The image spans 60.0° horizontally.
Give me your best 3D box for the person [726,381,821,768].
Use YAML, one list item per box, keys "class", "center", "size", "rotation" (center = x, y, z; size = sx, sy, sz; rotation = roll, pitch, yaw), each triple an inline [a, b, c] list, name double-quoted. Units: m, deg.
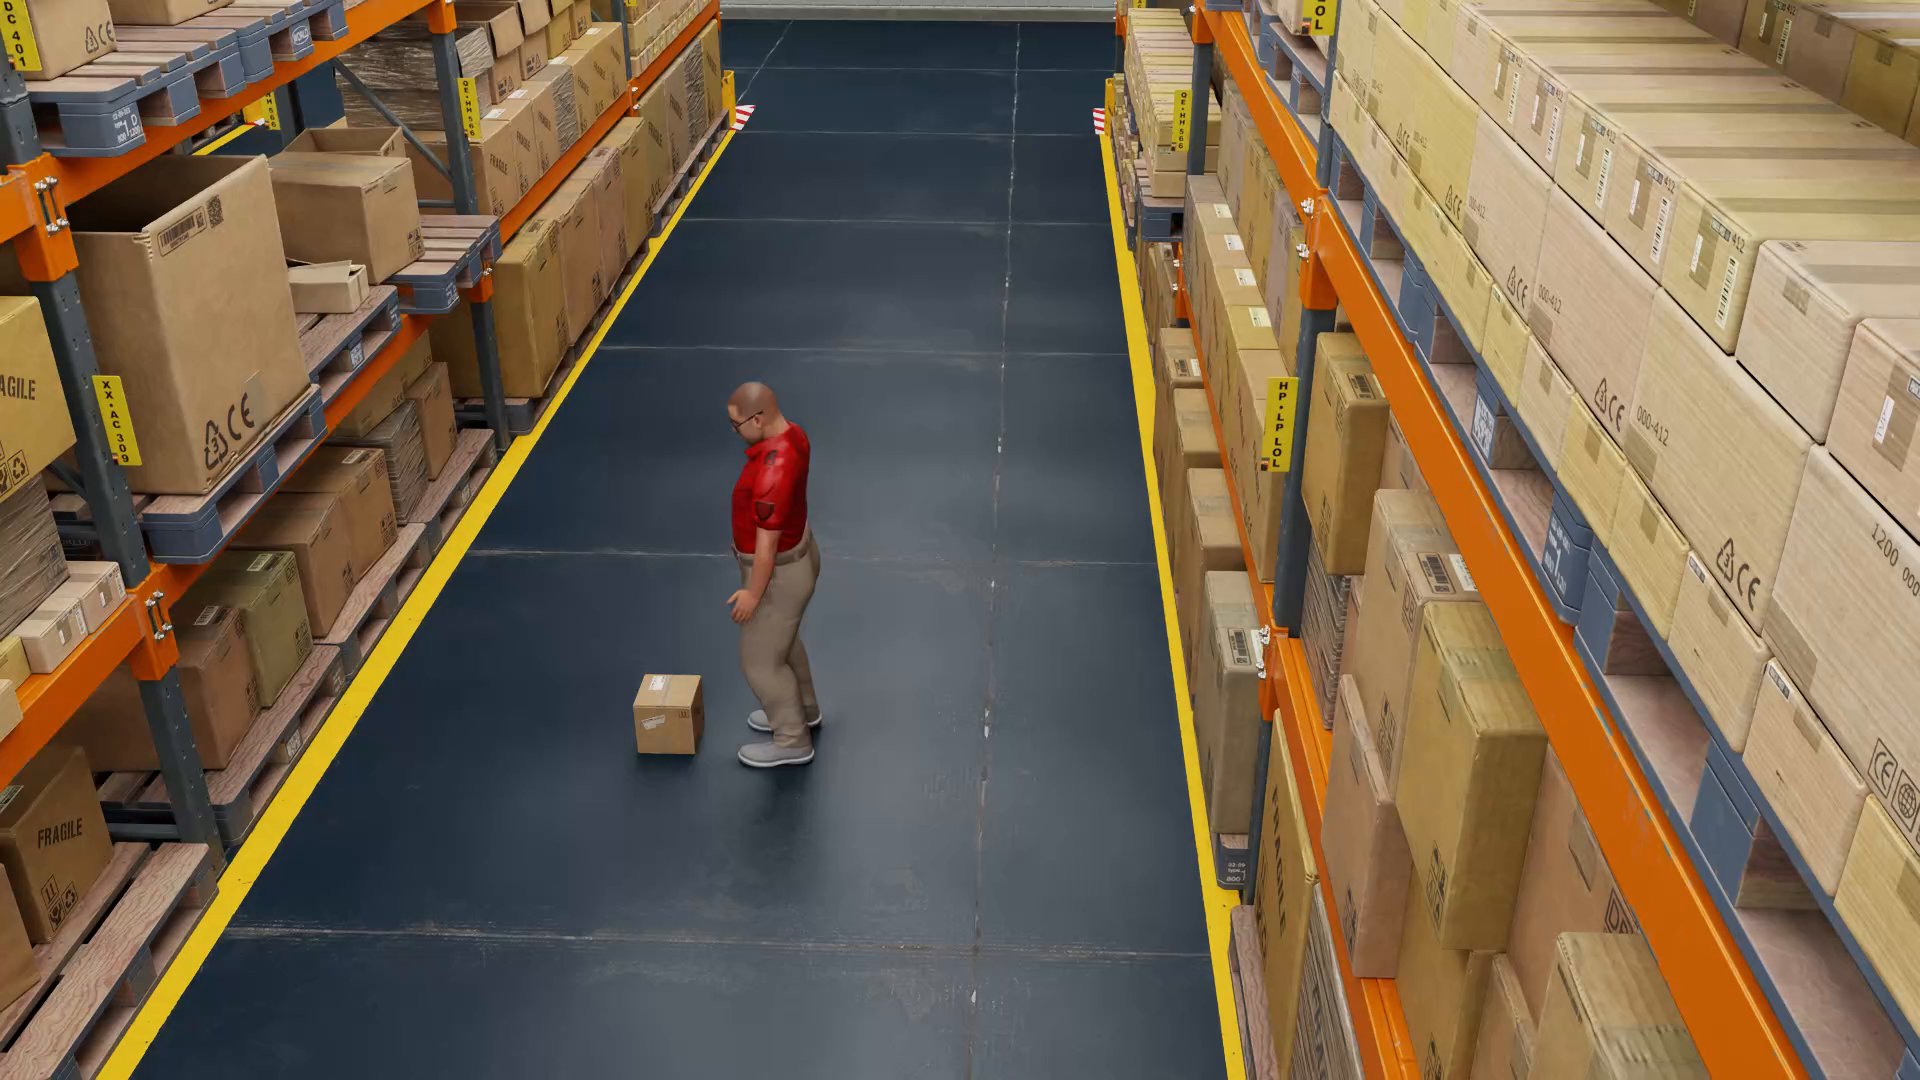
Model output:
- class: "person"
  center: [-0.786, 0.145, 6.893]
  size: [0.342, 1.714, 0.534]
  rotation: [2, 28, 3]
